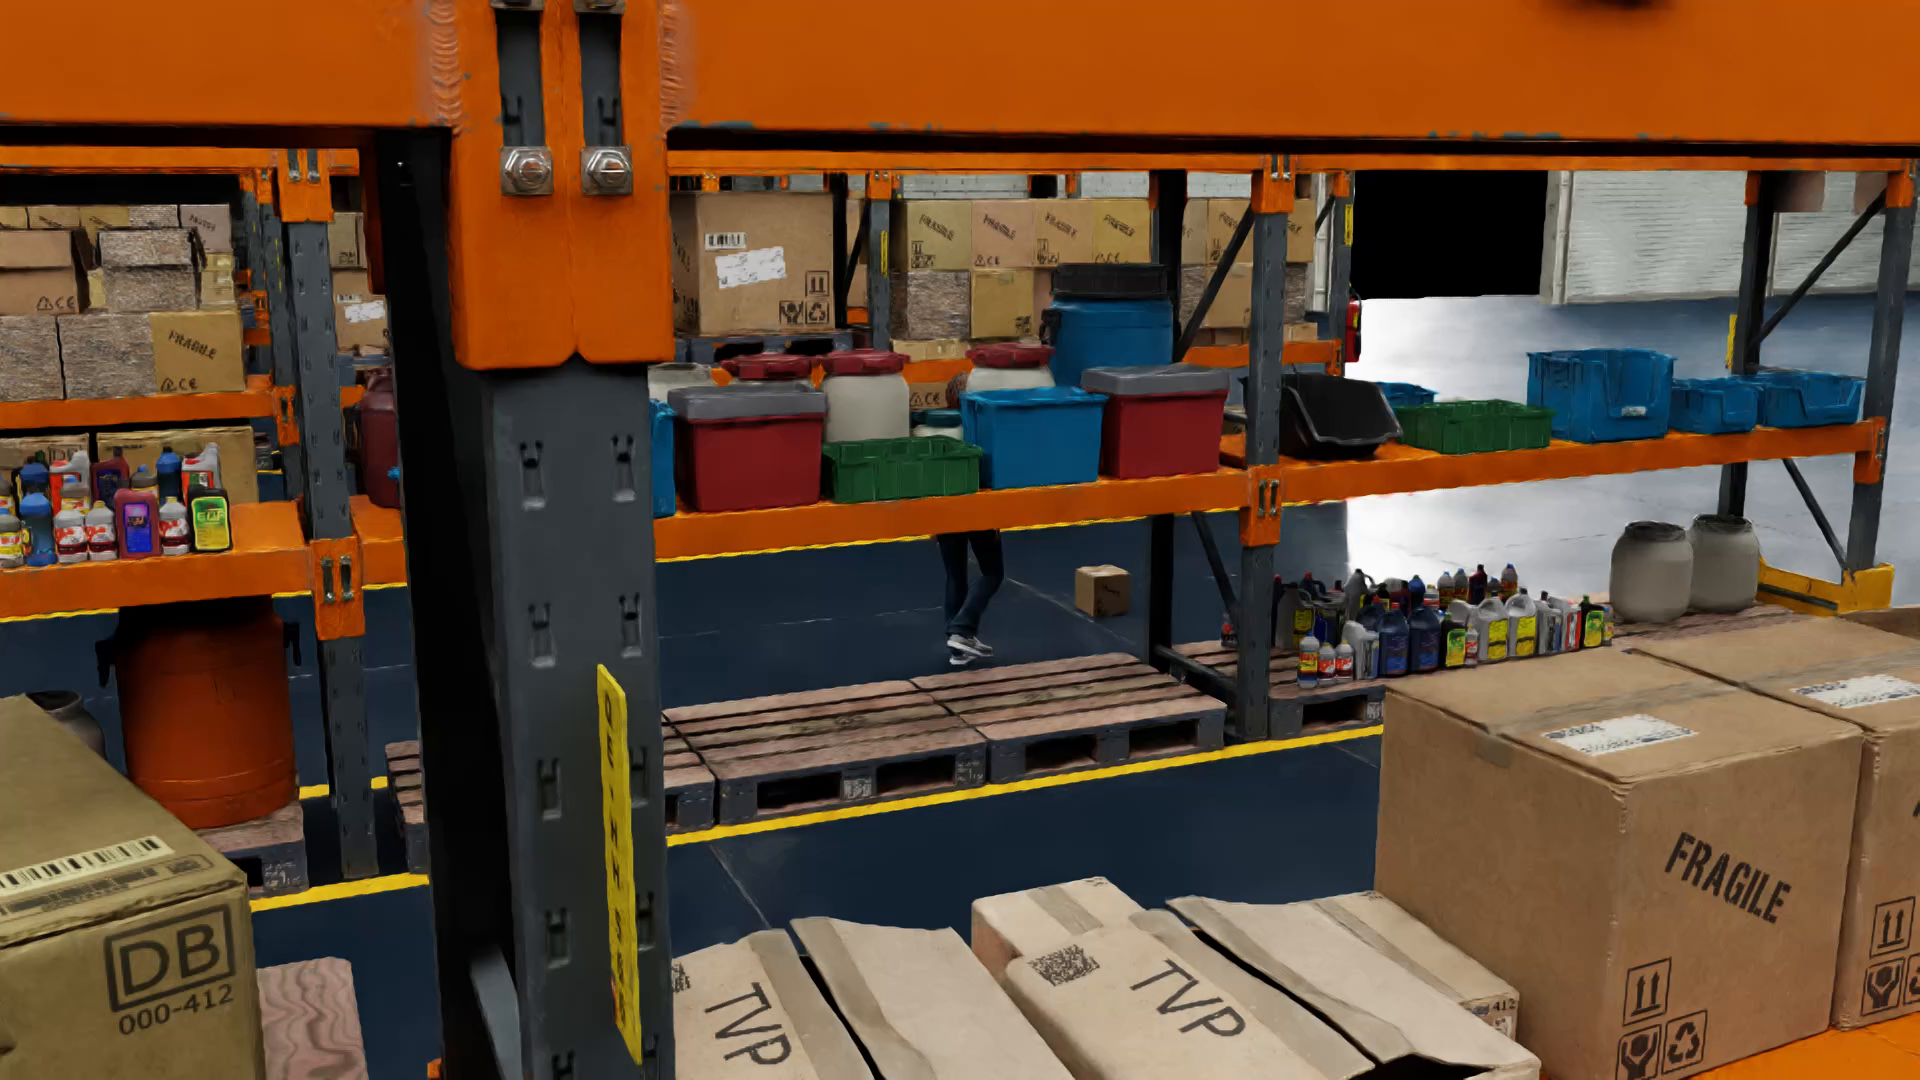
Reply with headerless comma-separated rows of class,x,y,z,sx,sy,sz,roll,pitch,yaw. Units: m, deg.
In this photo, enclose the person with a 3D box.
person,0.005,-0.096,8.925,0.475,1.592,0.488,7,14,28
